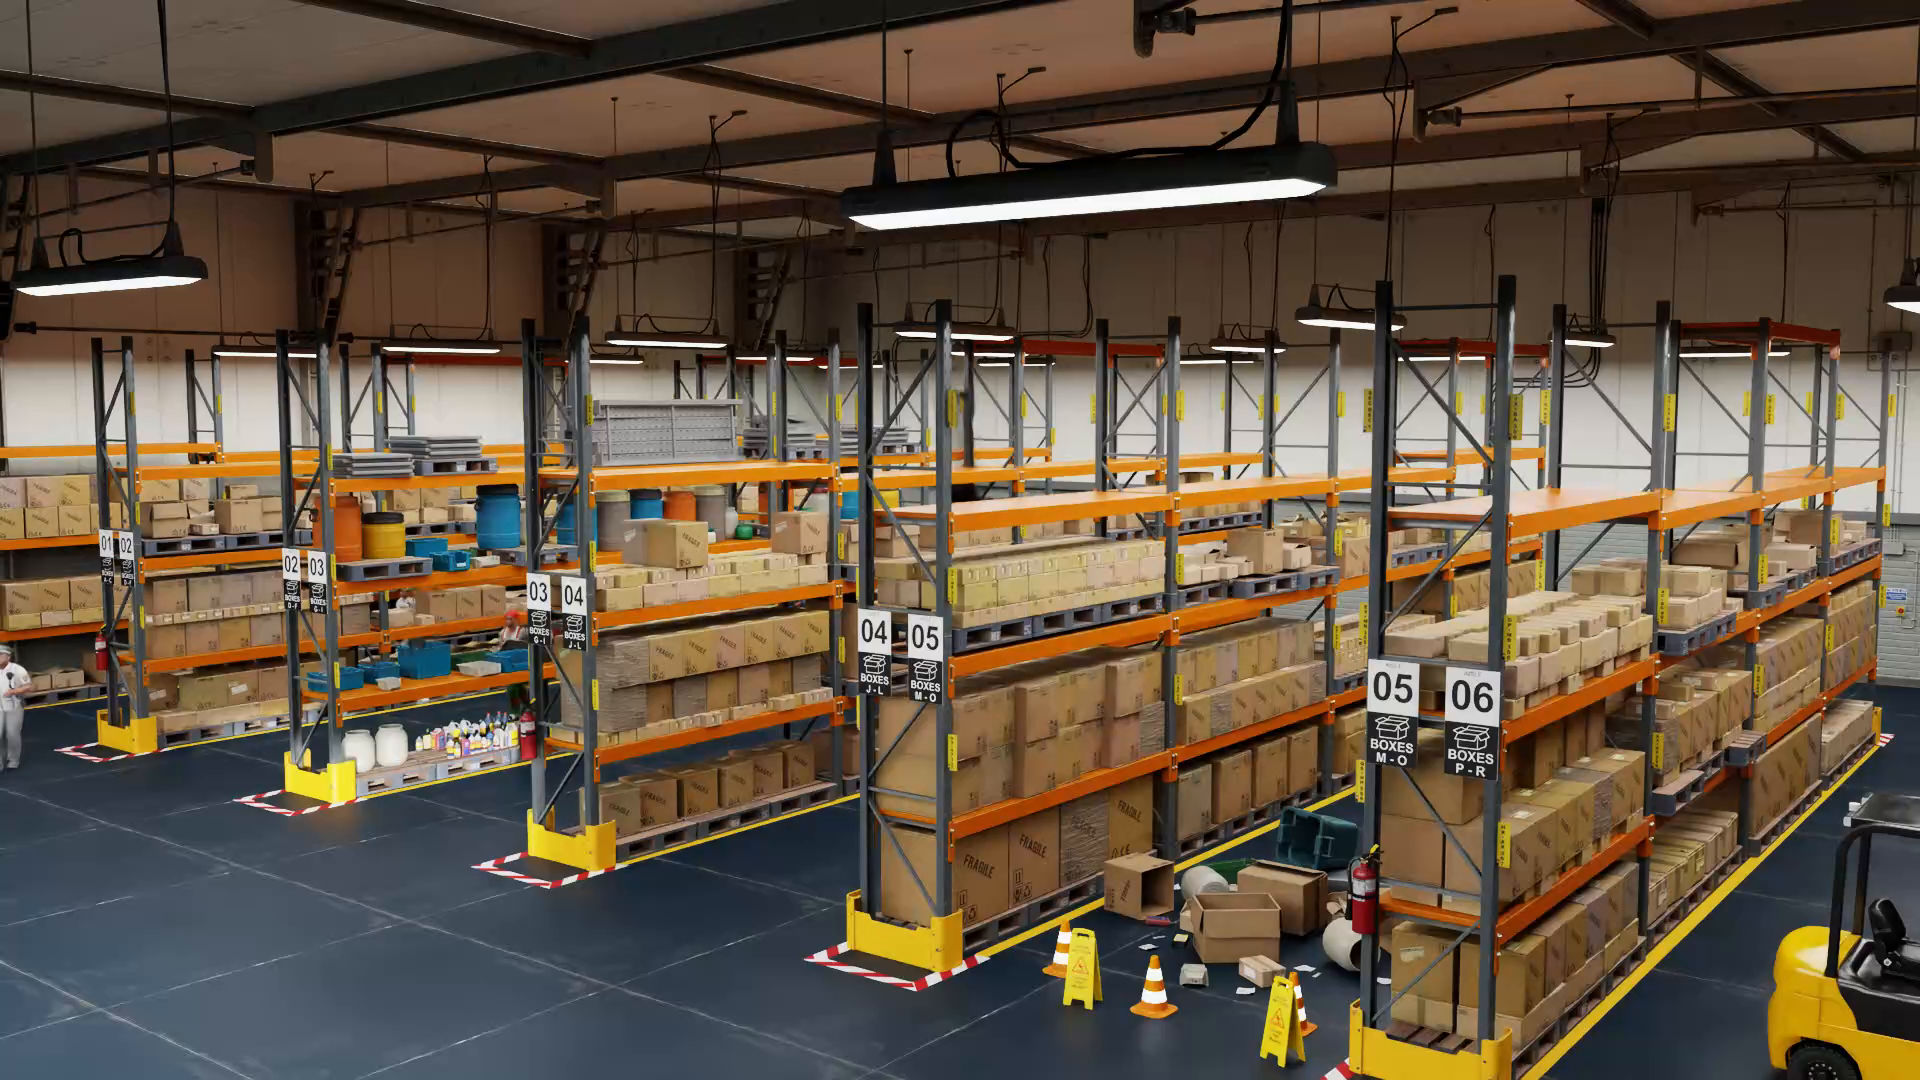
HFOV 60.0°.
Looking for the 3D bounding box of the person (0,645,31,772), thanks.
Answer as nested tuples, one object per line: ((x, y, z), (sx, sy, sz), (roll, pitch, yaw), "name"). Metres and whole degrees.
((-13.059, 2.320, 22.759), (0.634, 1.790, 0.689), (-1, 5, -13), "person")

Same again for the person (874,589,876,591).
((-1.574, 1.428, 32.830), (0.669, 1.781, 0.954), (4, 6, 39), "person")

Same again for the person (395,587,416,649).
((-10.201, 1.659, 30.713), (0.593, 1.749, 0.726), (3, 6, 31), "person")

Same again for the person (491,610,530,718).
((-7.007, 1.999, 26.194), (0.589, 1.831, 0.835), (3, 6, 32), "person")
